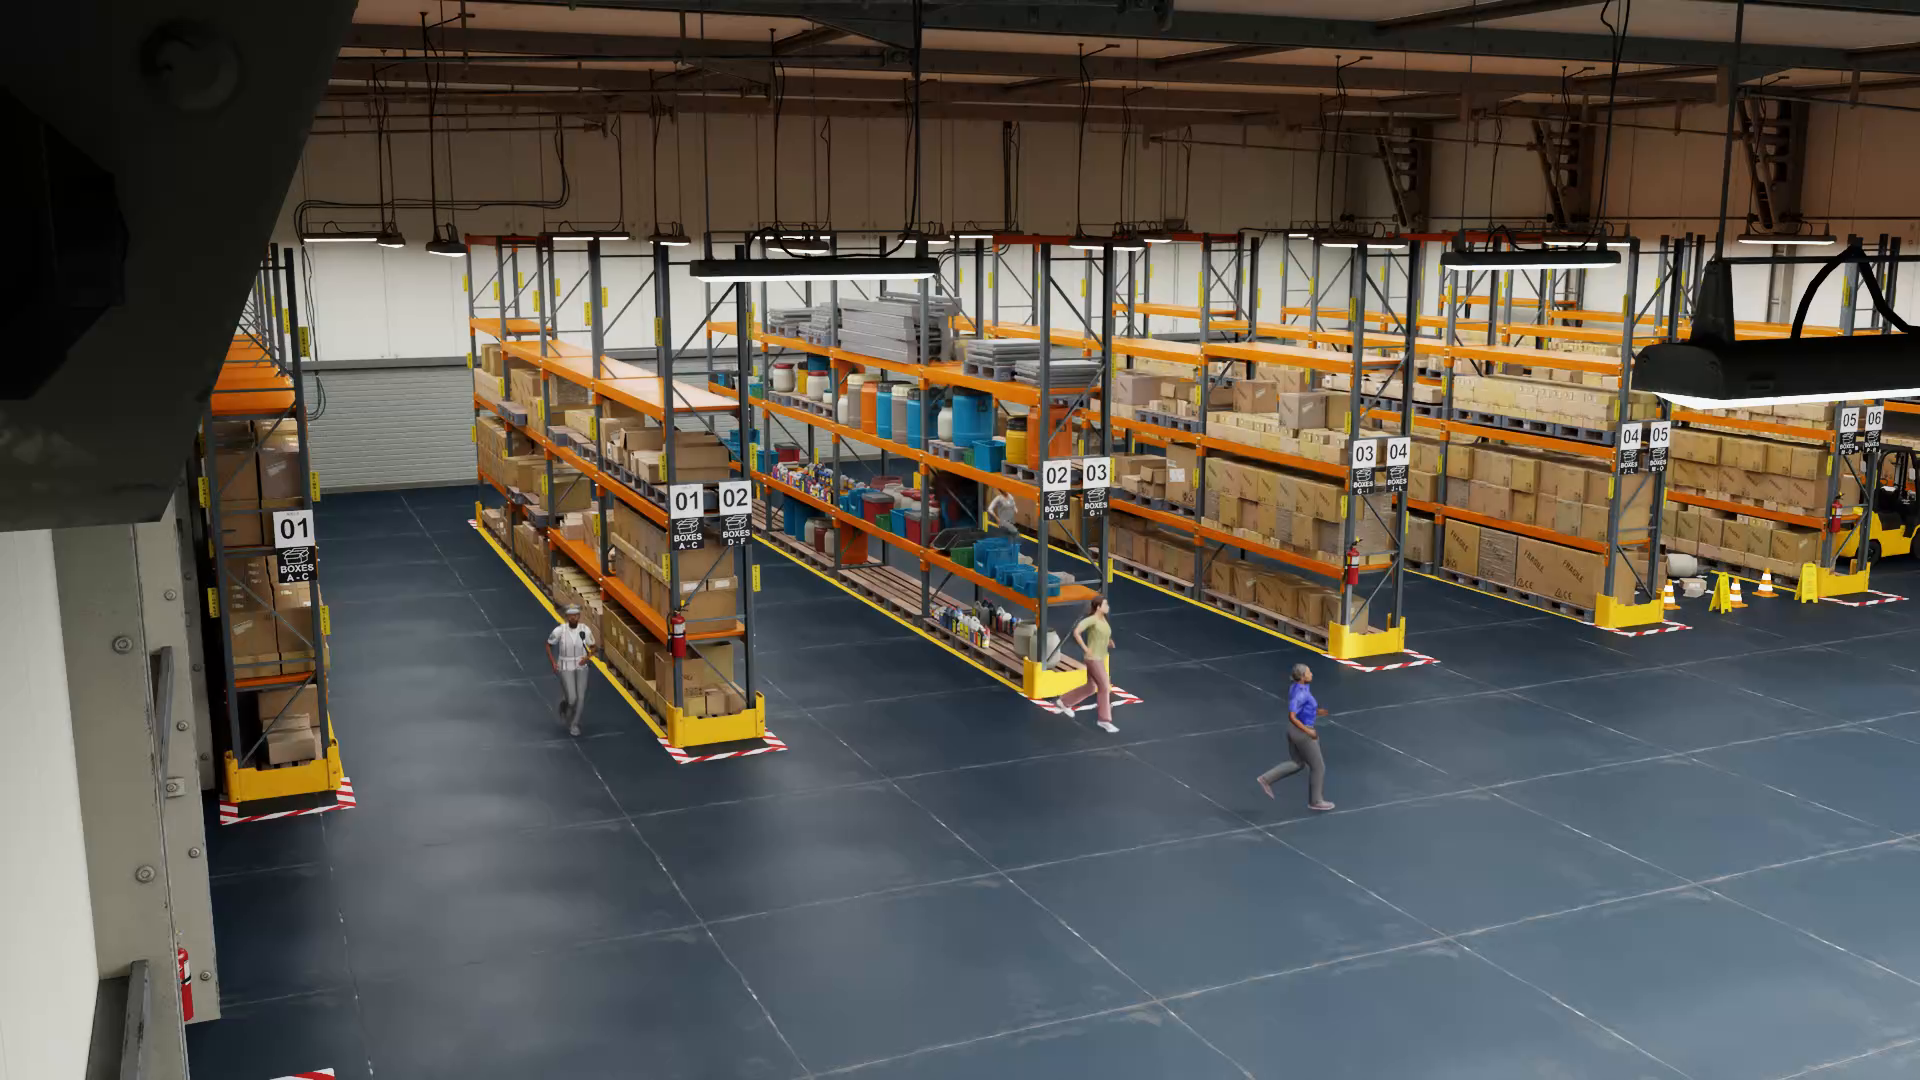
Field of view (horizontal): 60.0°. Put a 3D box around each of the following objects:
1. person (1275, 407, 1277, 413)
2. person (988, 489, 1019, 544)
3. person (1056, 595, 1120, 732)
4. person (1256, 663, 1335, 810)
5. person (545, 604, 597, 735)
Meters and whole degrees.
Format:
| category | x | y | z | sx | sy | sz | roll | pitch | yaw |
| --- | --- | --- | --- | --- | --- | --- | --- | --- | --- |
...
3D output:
| category | x | y | z | sx | sy | sz | roll | pitch | yaw |
| --- | --- | --- | --- | --- | --- | --- | --- | --- | --- |
| person | 8.048 | -3.019 | 43.878 | 0.884 | 1.734 | 0.886 | -1 | 11 | -6 |
| person | 0.825 | -0.327 | 30.424 | 0.548 | 1.471 | 0.842 | -8 | 13 | -35 |
| person | 1.682 | 1.519 | 21.024 | 0.898 | 1.675 | 0.609 | 5 | 12 | 25 |
| person | 3.647 | 2.121 | 17.917 | 0.850 | 1.615 | 0.588 | 0 | 11 | -2 |
| person | -4.772 | 1.601 | 20.576 | 0.597 | 1.670 | 0.490 | -5 | 12 | -26 |
